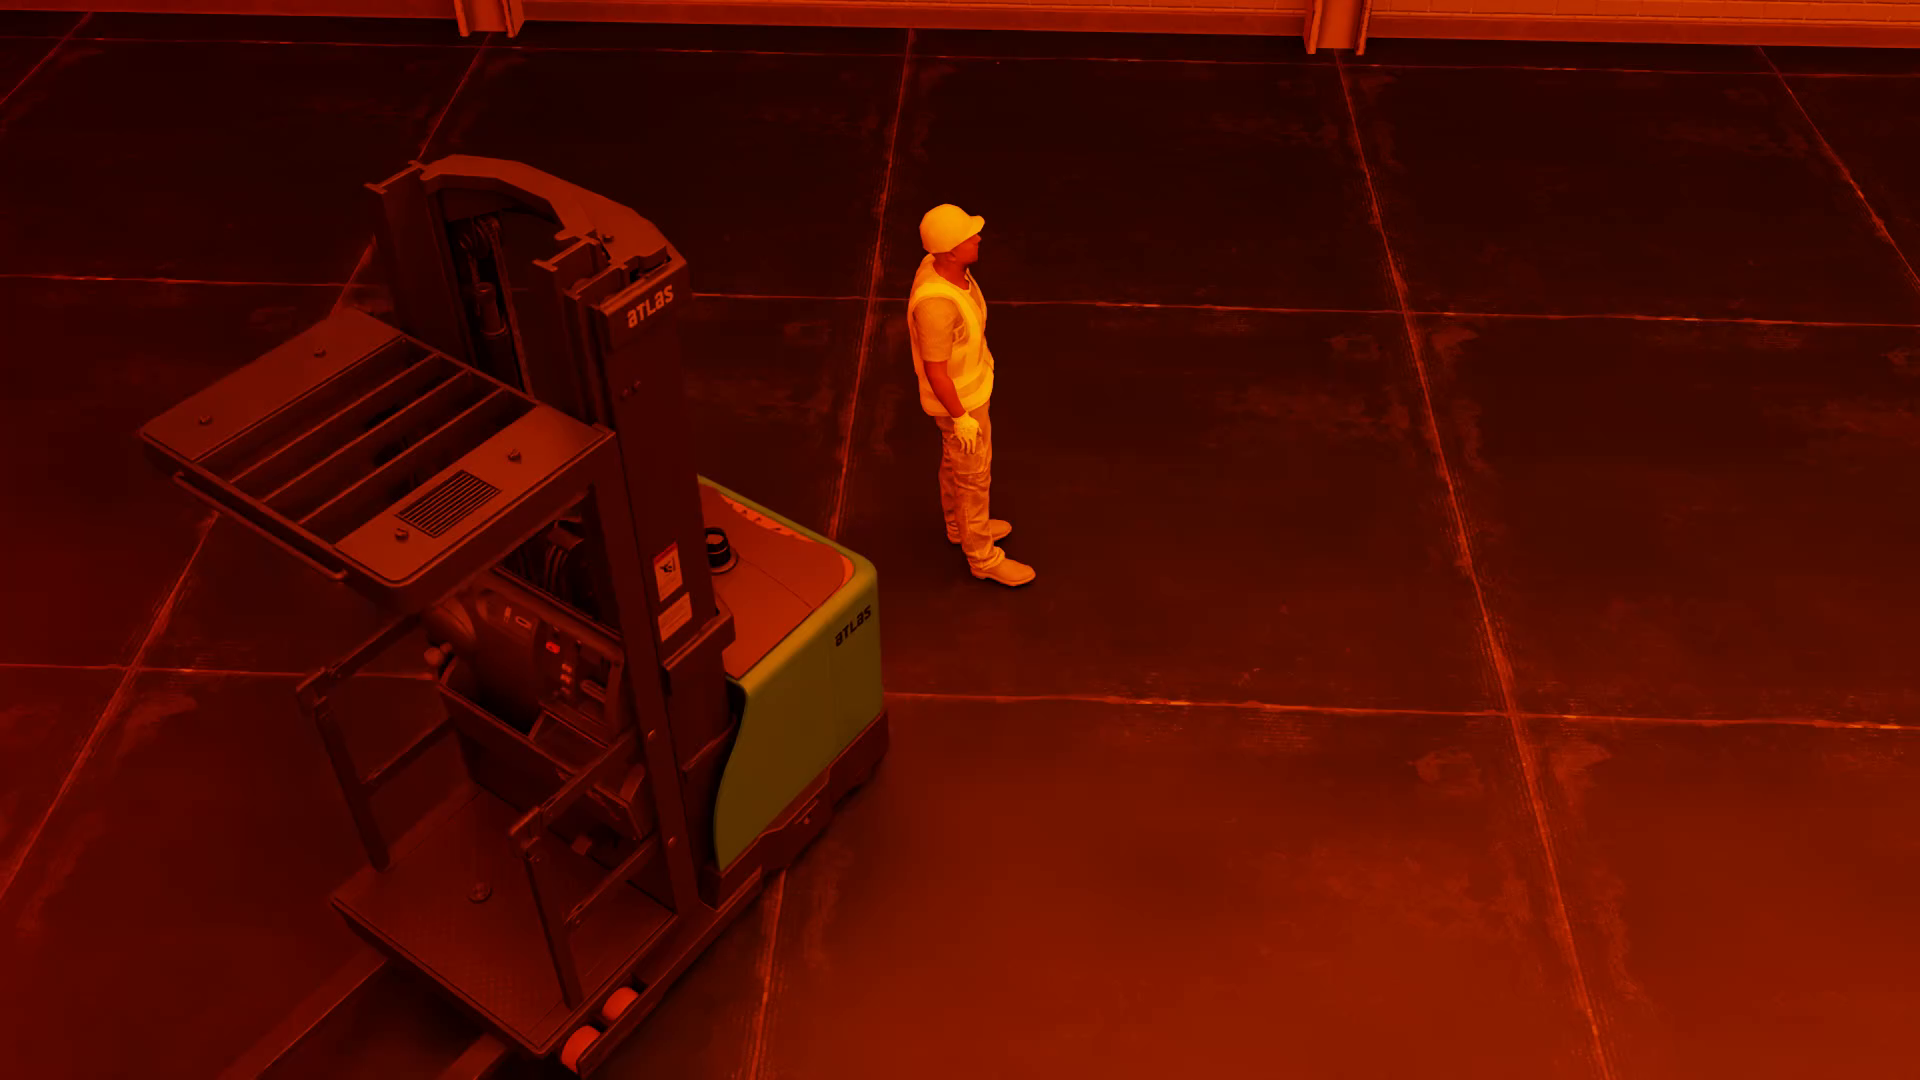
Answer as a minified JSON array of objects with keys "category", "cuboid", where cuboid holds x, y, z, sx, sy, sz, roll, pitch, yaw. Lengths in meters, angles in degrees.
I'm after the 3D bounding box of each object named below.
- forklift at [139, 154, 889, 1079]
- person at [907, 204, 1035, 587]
[{"category":"forklift","cuboid":[-1.559,0.419,5.283,1.130,2.935,3.031,26,48,25]},{"category":"person","cuboid":[0.071,-0.656,7.302,0.577,1.781,0.656,2,42,2]}]
